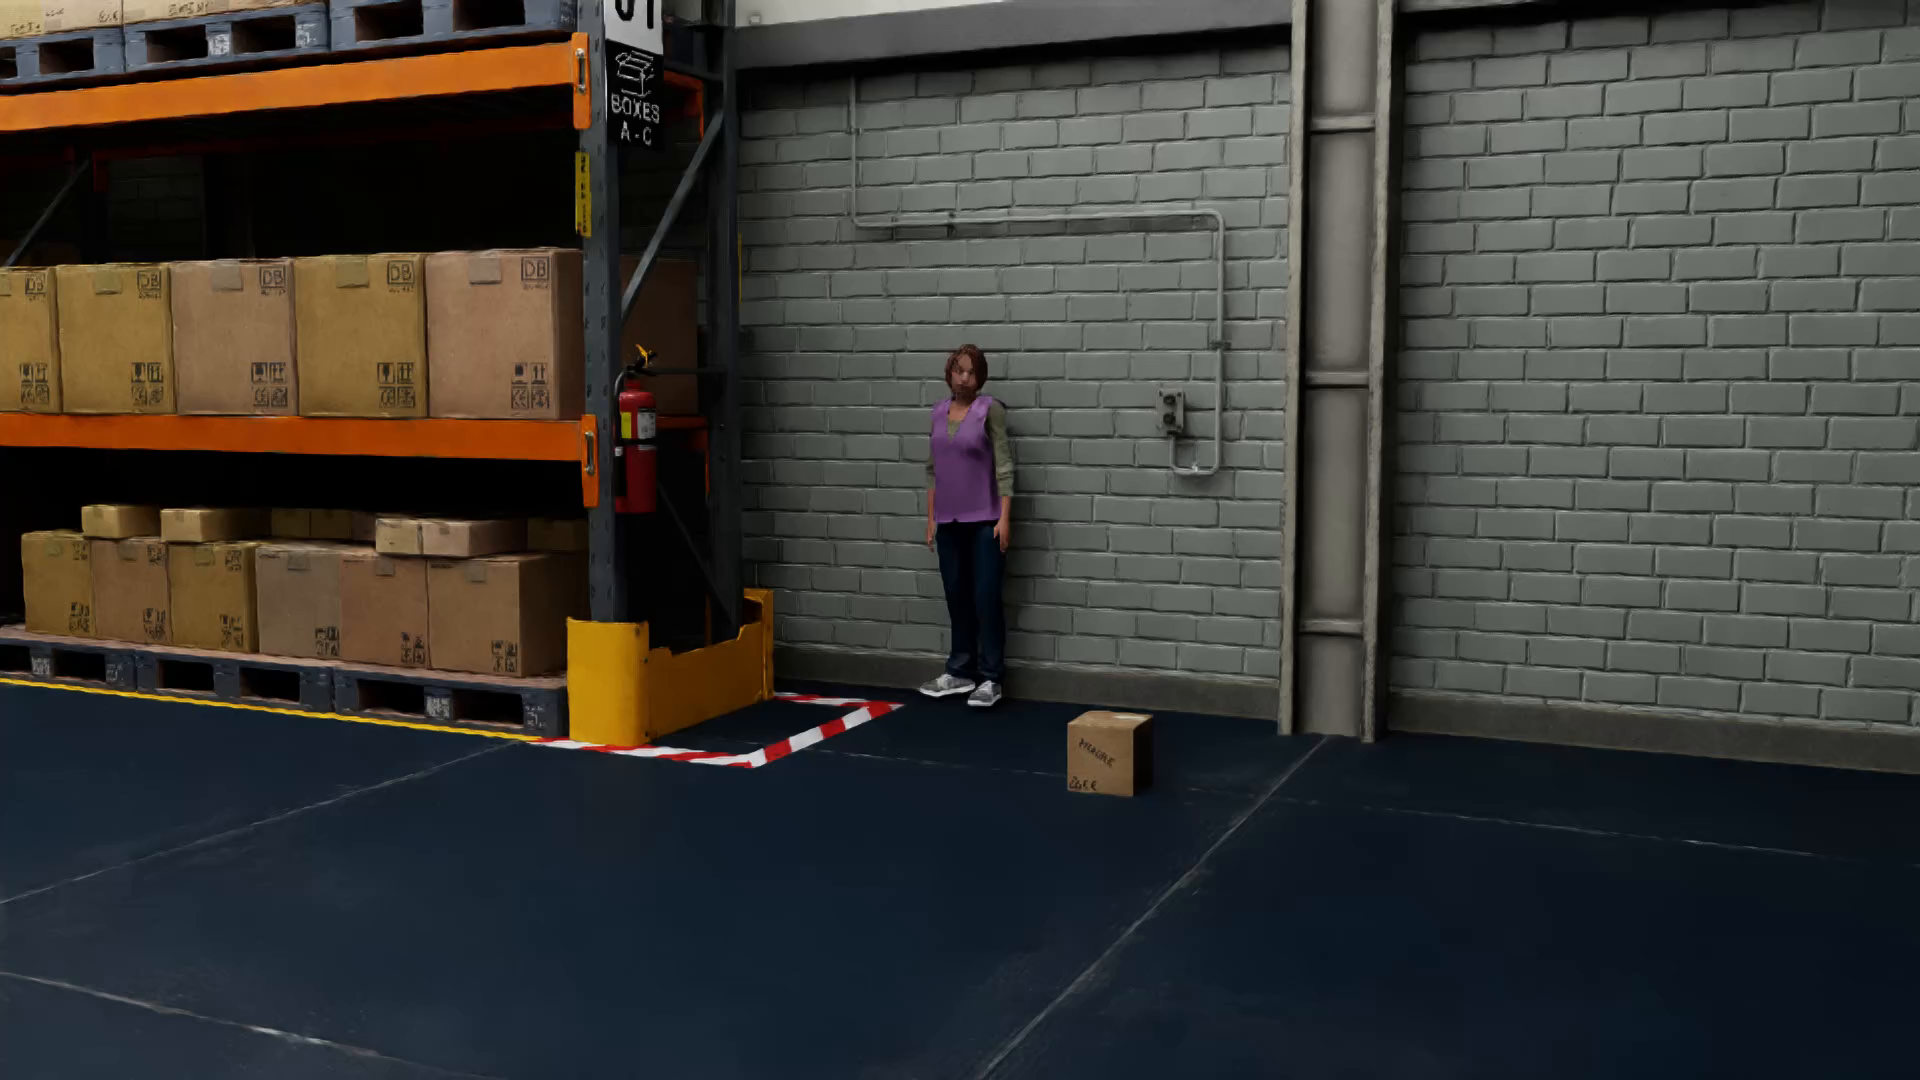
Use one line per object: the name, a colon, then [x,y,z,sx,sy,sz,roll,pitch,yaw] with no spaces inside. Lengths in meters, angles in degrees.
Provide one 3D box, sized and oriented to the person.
person: [0.031,-0.065,7.445,0.484,1.587,0.372,4,7,34]
